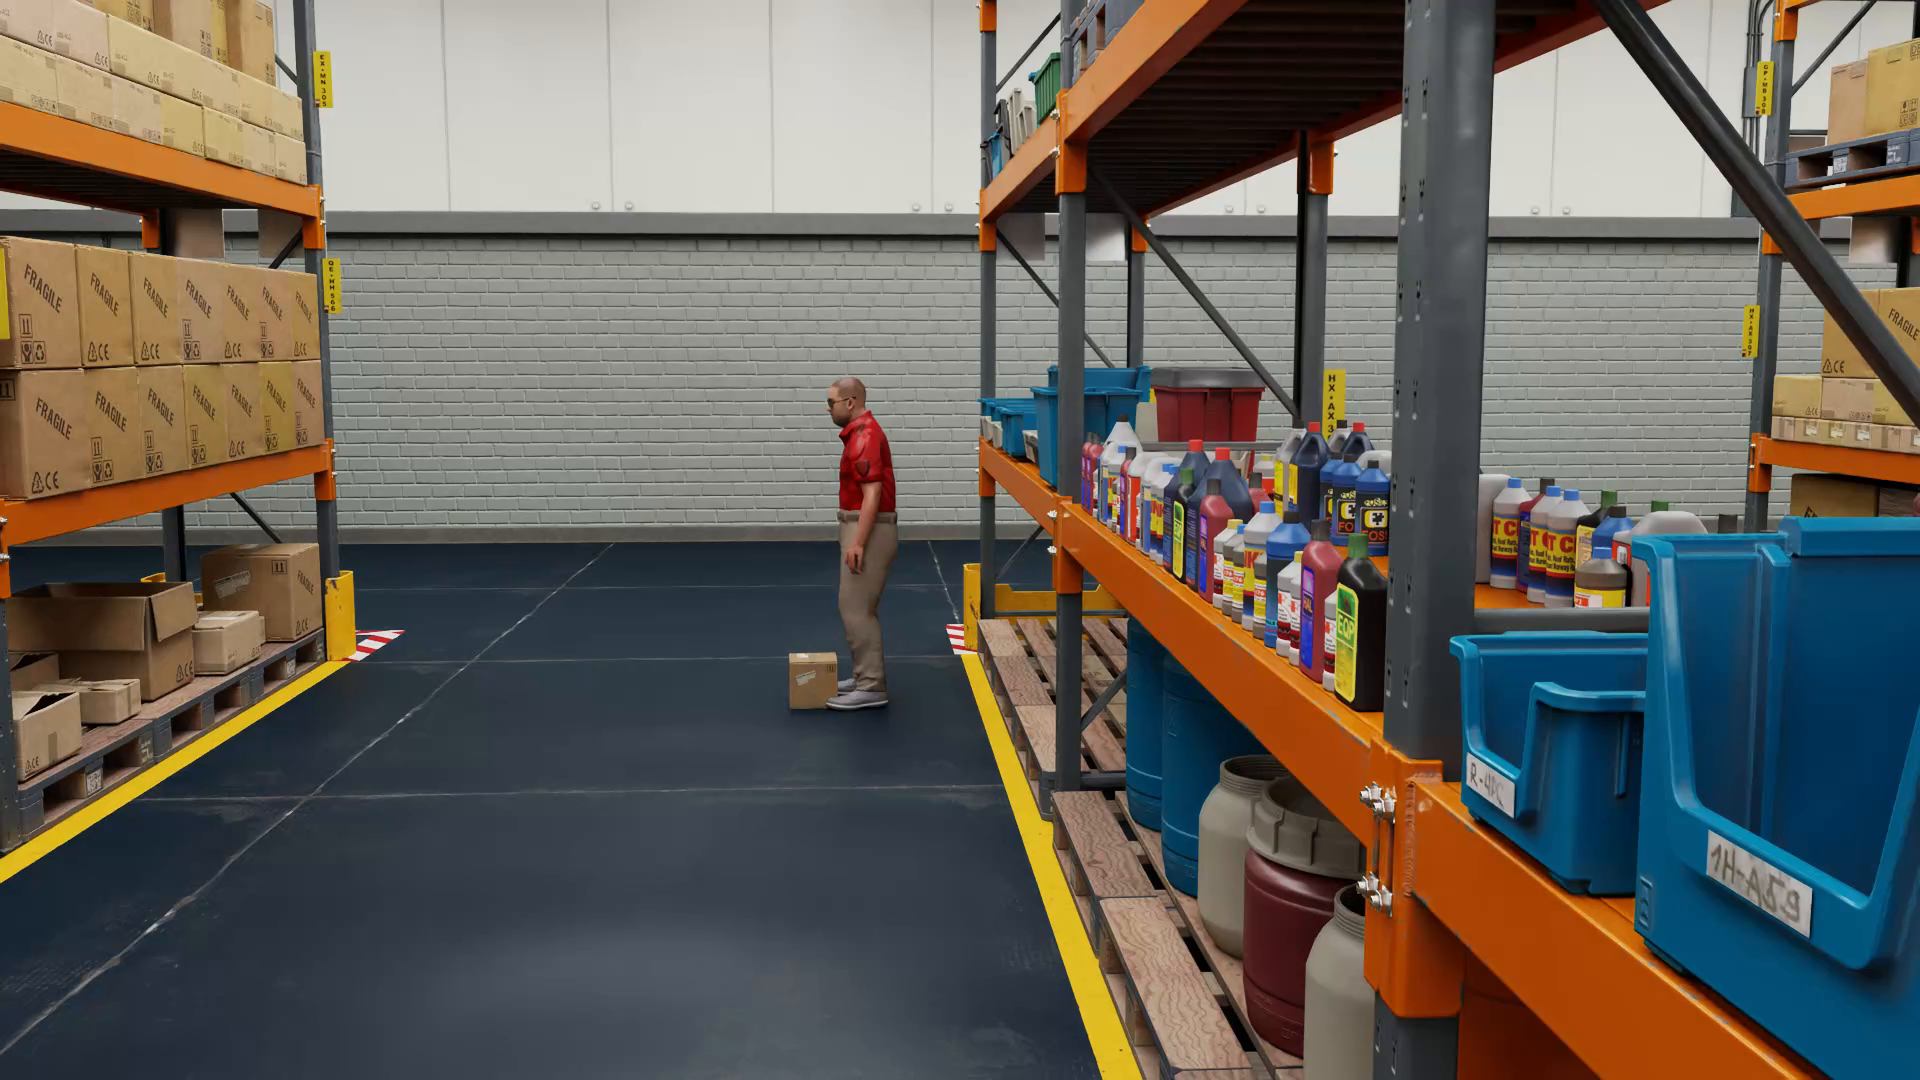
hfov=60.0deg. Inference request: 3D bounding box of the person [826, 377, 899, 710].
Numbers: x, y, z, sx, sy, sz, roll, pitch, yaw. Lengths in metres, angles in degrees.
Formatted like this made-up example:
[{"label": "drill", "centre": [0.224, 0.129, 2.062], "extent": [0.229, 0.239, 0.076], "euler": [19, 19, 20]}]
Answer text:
[{"label": "person", "centre": [-0.524, 0.006, 8.754], "extent": [0.396, 1.726, 0.584], "euler": [0, 7, -4]}]
